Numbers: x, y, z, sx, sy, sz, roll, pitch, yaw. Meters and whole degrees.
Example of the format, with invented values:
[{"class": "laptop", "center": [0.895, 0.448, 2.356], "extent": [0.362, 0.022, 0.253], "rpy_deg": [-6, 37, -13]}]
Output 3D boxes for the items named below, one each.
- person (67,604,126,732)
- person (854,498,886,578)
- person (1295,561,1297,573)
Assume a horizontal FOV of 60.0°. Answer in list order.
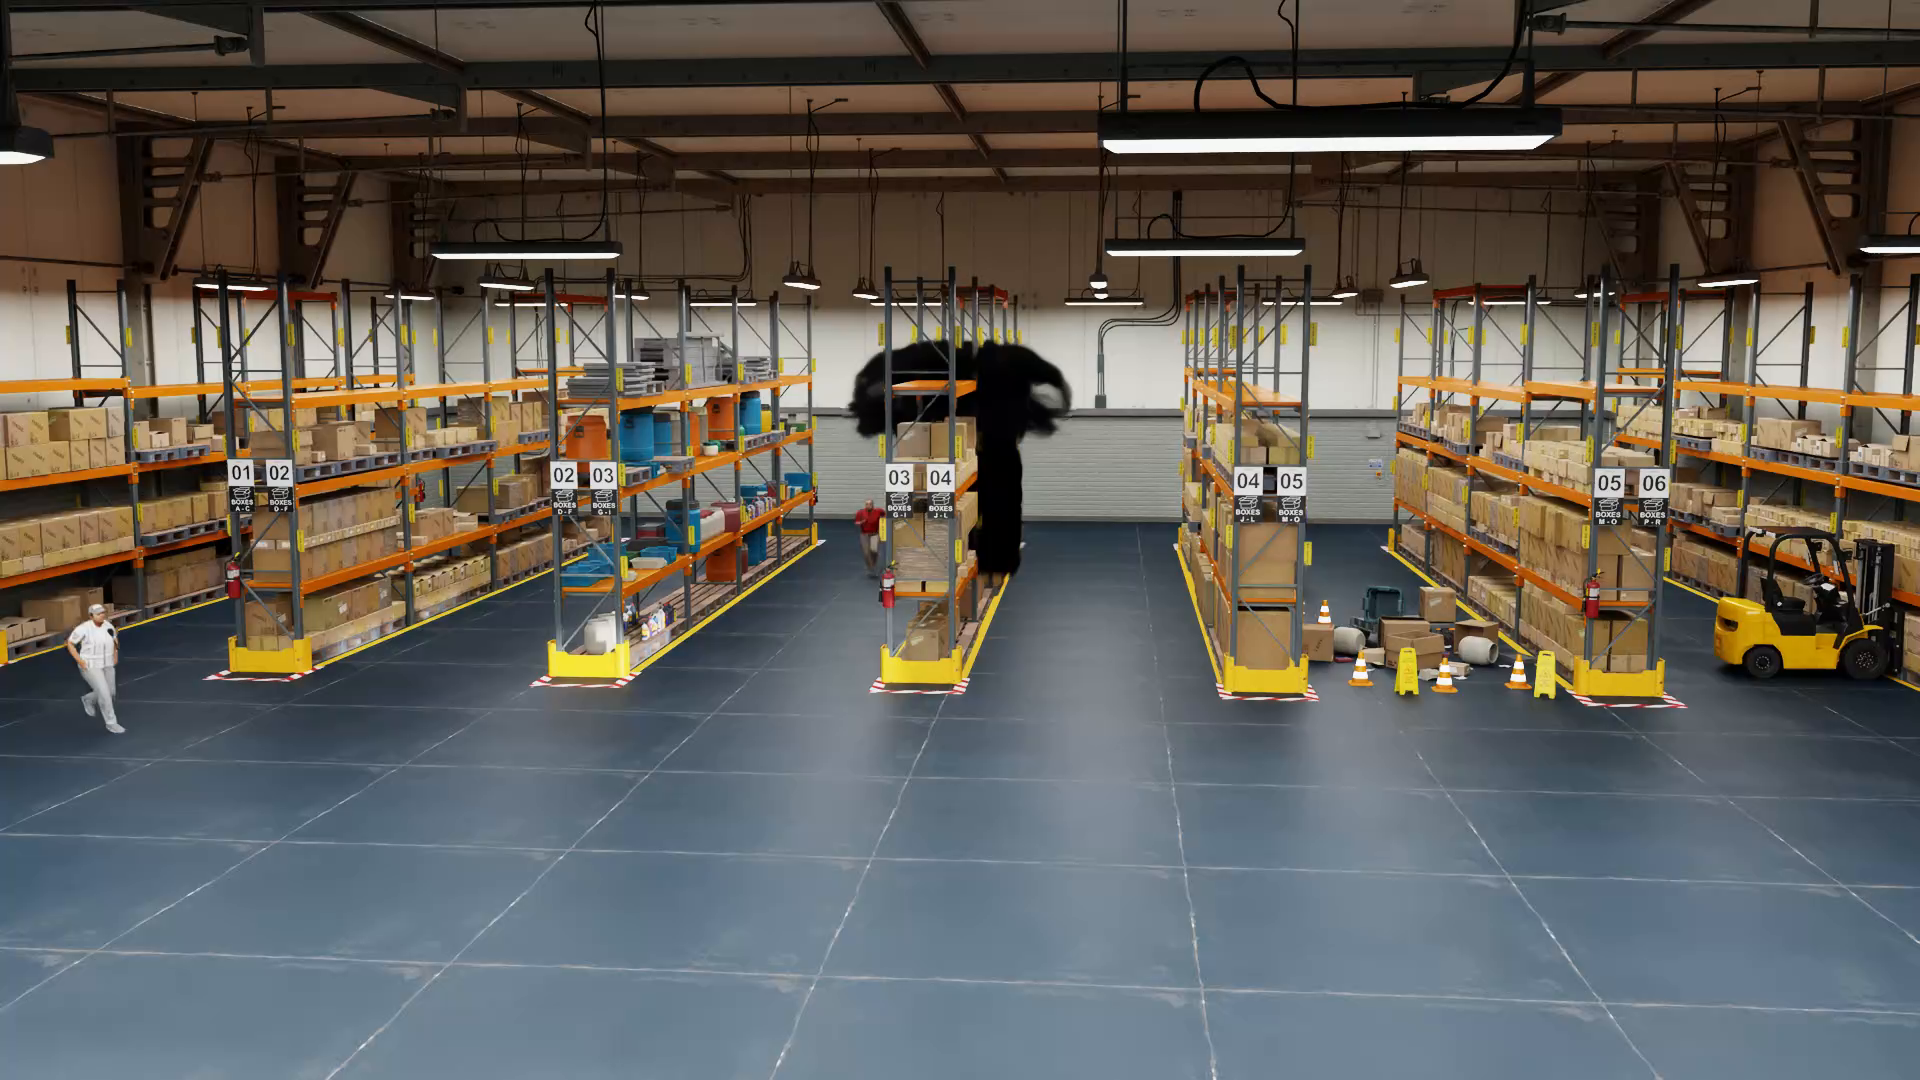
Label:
[{"class": "person", "center": [-11.066, 1.627, 21.296], "extent": [0.827, 1.657, 0.631], "rpy_deg": [4, 8, 30]}, {"class": "person", "center": [-1.870, -0.049, 34.720], "extent": [0.641, 1.672, 0.907], "rpy_deg": [0, 7, 4]}, {"class": "person", "center": [7.051, -0.128, 35.289], "extent": [0.566, 1.659, 0.887], "rpy_deg": [0, 7, 0]}]
